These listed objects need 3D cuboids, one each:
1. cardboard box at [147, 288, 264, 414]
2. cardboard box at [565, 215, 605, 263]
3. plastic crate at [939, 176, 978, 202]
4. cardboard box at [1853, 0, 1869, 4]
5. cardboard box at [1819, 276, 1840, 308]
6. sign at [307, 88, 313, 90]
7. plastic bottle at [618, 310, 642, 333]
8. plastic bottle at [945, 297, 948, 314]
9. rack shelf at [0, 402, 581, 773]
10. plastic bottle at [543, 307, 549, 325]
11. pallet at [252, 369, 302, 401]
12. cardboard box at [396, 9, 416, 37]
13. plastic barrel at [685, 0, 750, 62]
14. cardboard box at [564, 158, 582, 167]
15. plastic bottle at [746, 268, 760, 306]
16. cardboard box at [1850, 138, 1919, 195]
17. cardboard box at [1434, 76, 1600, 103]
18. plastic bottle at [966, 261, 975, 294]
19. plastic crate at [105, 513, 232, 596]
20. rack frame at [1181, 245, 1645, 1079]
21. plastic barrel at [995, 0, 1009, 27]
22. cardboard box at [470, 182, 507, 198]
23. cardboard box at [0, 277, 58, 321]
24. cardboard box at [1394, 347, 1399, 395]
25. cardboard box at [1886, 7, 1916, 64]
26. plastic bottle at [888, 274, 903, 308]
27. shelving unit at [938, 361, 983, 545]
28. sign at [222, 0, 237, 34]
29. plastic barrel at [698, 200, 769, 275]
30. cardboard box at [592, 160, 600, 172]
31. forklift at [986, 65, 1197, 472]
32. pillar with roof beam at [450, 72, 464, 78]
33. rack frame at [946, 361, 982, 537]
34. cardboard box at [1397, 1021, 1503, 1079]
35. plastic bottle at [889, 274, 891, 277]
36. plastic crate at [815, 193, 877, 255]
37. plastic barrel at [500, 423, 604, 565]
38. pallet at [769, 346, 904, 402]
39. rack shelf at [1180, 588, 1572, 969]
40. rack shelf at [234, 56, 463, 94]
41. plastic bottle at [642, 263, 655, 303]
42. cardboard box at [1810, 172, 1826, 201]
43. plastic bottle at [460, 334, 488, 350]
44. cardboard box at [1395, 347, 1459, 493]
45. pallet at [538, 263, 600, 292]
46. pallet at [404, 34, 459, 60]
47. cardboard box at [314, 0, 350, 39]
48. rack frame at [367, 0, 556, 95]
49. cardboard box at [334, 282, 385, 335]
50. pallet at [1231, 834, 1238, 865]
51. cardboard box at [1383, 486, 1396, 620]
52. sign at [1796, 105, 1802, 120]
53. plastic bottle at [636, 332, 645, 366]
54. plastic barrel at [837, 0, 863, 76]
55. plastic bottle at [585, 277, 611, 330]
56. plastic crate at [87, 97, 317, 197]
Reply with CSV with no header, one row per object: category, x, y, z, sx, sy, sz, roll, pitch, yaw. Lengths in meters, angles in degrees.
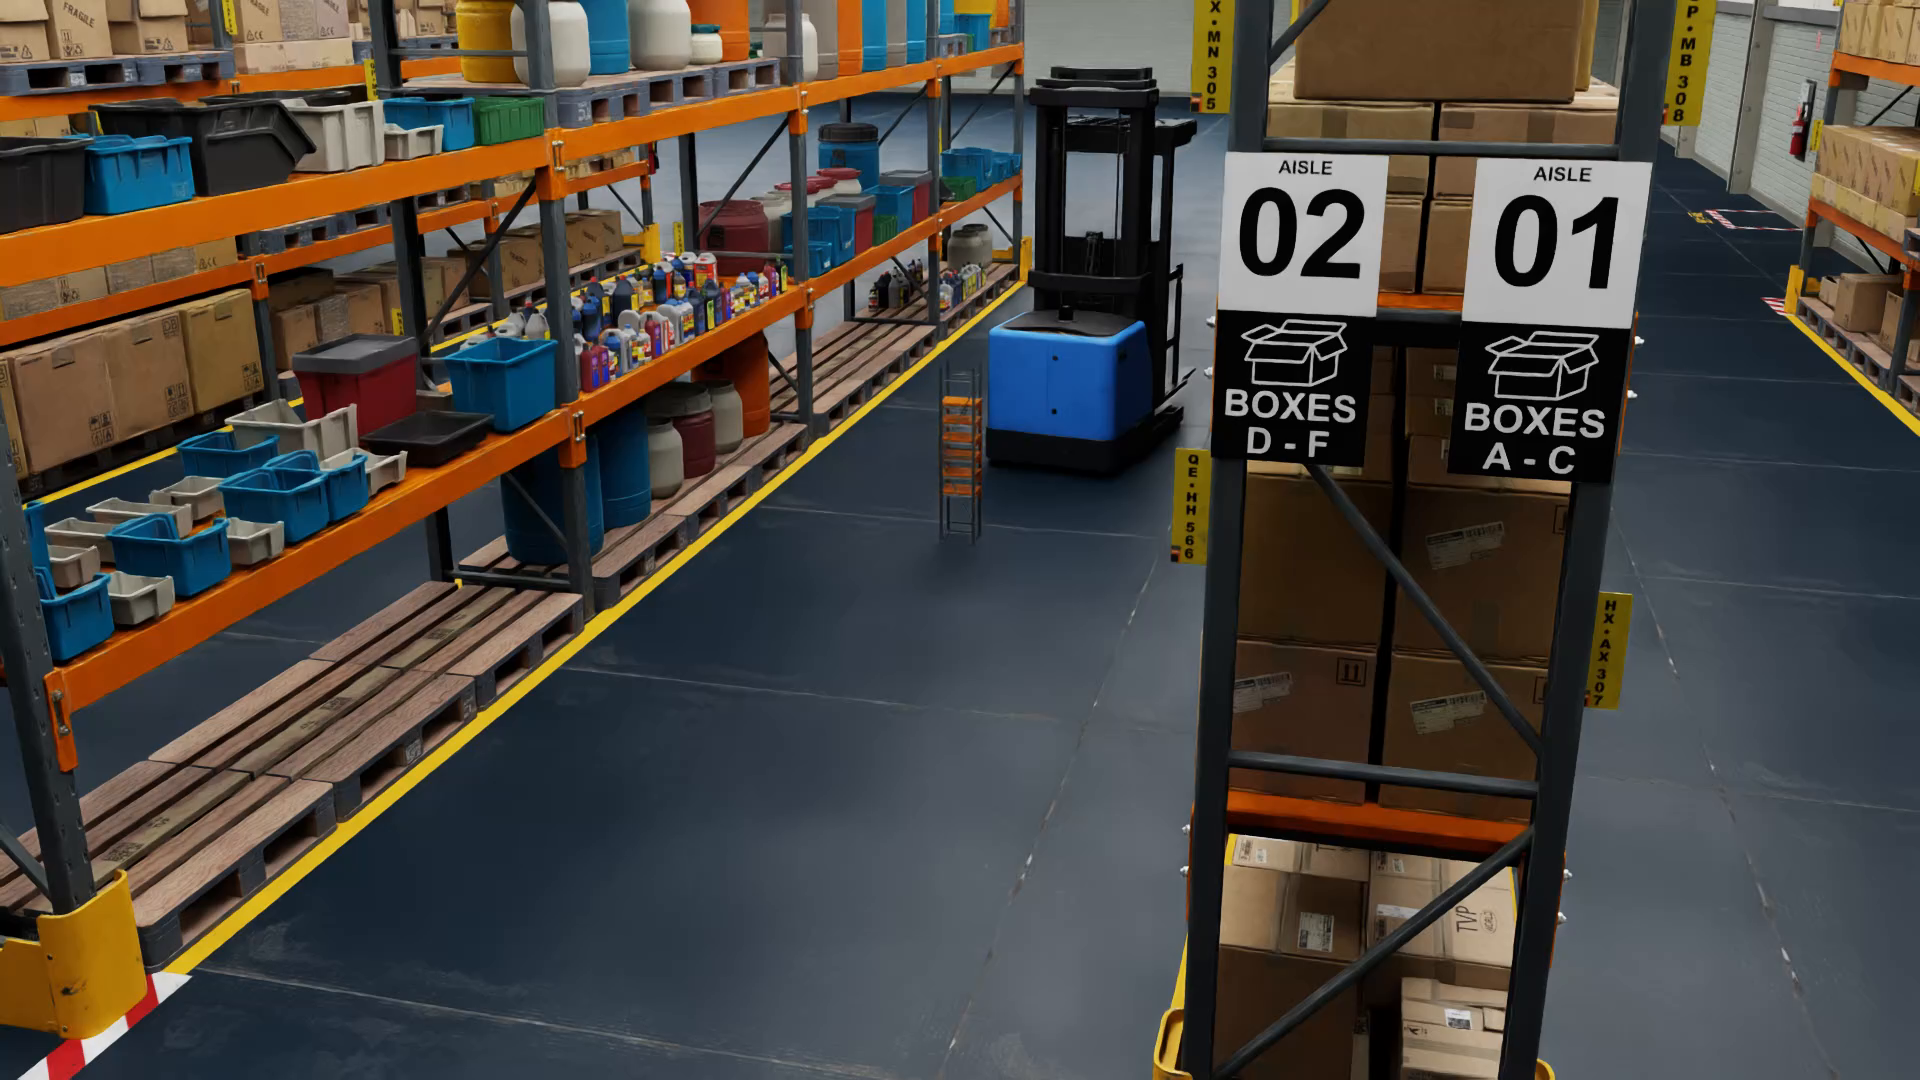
cardboard box,-6.675,-1.612,13.903,1.225,0.875,0.875,4,19,11
cardboard box,-4.814,-3.772,20.807,0.500,0.500,0.500,10,21,28
plastic crate,-0.101,-3.798,17.996,0.450,0.188,0.662,5,19,13
cardboard box,9.377,-5.662,16.749,0.500,0.500,0.500,4,19,13
cardboard box,9.621,-2.693,17.910,0.500,0.311,0.500,2,19,7
sign,-8.794,-6.177,22.473,0.100,0.325,0.005,5,19,13
plastic bottle,-2.100,-1.347,10.681,0.152,0.276,0.135,5,19,13
plastic bottle,-0.179,-2.477,17.446,0.097,0.201,0.097,0,19,0
rack shelf,-3.150,-0.021,7.721,1.077,0.370,4.000,5,19,13
plastic bottle,-2.569,-1.325,10.503,0.144,0.351,0.185,5,19,13
pallet,-6.294,-1.558,15.423,1.003,0.211,1.213,5,19,13
cardboard box,-5.642,-5.139,16.509,0.396,0.266,0.258,5,20,15
plastic barrel,-1.825,-3.886,11.968,0.600,0.830,0.708,5,19,13
cardboard box,-4.996,-4.683,19.643,0.875,0.500,0.500,5,19,13
plastic bottle,-1.519,-1.852,12.169,0.097,0.271,0.097,0,19,0
cardboard box,9.092,-3.656,16.292,0.500,0.500,0.500,5,20,15
cardboard box,1.787,-1.381,5.408,0.500,0.250,0.500,5,19,13
plastic bottle,0.089,-2.921,18.517,0.144,0.351,0.185,5,20,16
plastic crate,-3.098,0.059,6.541,0.416,0.233,0.300,5,19,13
rack frame,1.164,0.658,4.621,1.000,3.000,0.127,5,19,13
plastic barrel,0.275,-6.408,19.354,0.600,0.830,0.708,5,19,13
cardboard box,-5.165,-3.811,18.094,0.380,0.149,0.250,5,19,13
cardboard box,-6.864,-1.865,11.854,0.500,0.500,0.500,4,19,12
cardboard box,2.474,-0.973,8.590,0.700,0.500,0.500,-2,19,-5
cardboard box,9.019,-4.701,15.485,0.500,0.500,0.500,4,19,11
plastic bottle,-0.689,-2.663,17.762,0.144,0.351,0.185,5,19,13
shelving unit,0.004,-0.572,11.007,0.258,1.200,0.189,5,19,13
sign,-5.950,-4.288,13.539,0.100,0.325,0.005,5,19,13
plastic barrel,-1.864,-2.476,13.584,0.600,0.536,0.708,5,19,13
cardboard box,-4.652,-4.603,20.412,0.380,0.149,0.250,5,19,13
forklift,1.239,-2.336,13.493,1.130,2.935,3.031,8,20,22
pillar with roof beam,-9.961,-16.188,44.660,9.100,9.000,0.400,5,19,13
rack frame,0.026,-0.601,11.091,0.240,1.200,0.006,5,19,13
cardboard box,1.600,1.695,5.315,0.380,0.149,0.250,5,19,13
plastic bottle,-0.782,-2.757,18.142,0.061,0.283,0.133,6,20,17
plastic crate,-0.992,-2.754,14.512,0.402,0.464,0.583,5,19,13
plastic barrel,-2.512,-0.363,10.206,0.600,0.901,0.708,5,19,13
pallet,-1.157,-1.543,15.379,1.003,0.211,1.213,5,19,13
rack shelf,1.653,0.372,6.572,1.077,0.370,4.000,5,19,13
rack shelf,-5.998,-4.339,15.722,1.077,0.370,4.000,5,19,13
plastic bottle,-2.293,-1.893,12.270,0.061,0.283,0.133,5,19,13
cardboard box,9.451,-3.778,17.808,0.500,0.250,0.500,4,19,12
plastic bottle,-2.878,-1.078,9.896,0.152,0.276,0.135,5,19,13
cardboard box,1.899,-0.461,6.195,0.500,0.500,0.500,4,19,13
pallet,-5.083,-3.164,20.124,1.003,0.211,1.213,5,19,13
pallet,-5.763,-5.032,16.930,1.213,0.211,1.003,5,19,13
cardboard box,-5.879,-4.780,14.973,0.500,0.500,0.500,4,19,12
rack frame,-2.661,-3.827,8.470,1.000,3.000,0.127,5,19,13
cardboard box,-6.087,-2.223,16.242,0.700,0.500,0.500,6,20,18
pallet,1.677,1.323,6.989,1.003,0.211,1.213,5,19,13
cardboard box,1.898,0.017,6.344,0.500,0.500,0.500,5,19,14
sign,12.887,-6.513,25.561,0.001,0.329,0.234,5,19,13
plastic bottle,-2.010,-1.188,10.334,0.097,0.201,0.097,0,19,0
plastic barrel,-1.113,-4.310,13.860,0.600,0.830,0.708,5,19,13
plastic bottle,-2.485,-1.624,11.378,0.144,0.351,0.185,5,19,13
plastic crate,-2.998,-1.582,6.633,0.504,0.338,0.767,5,19,13
